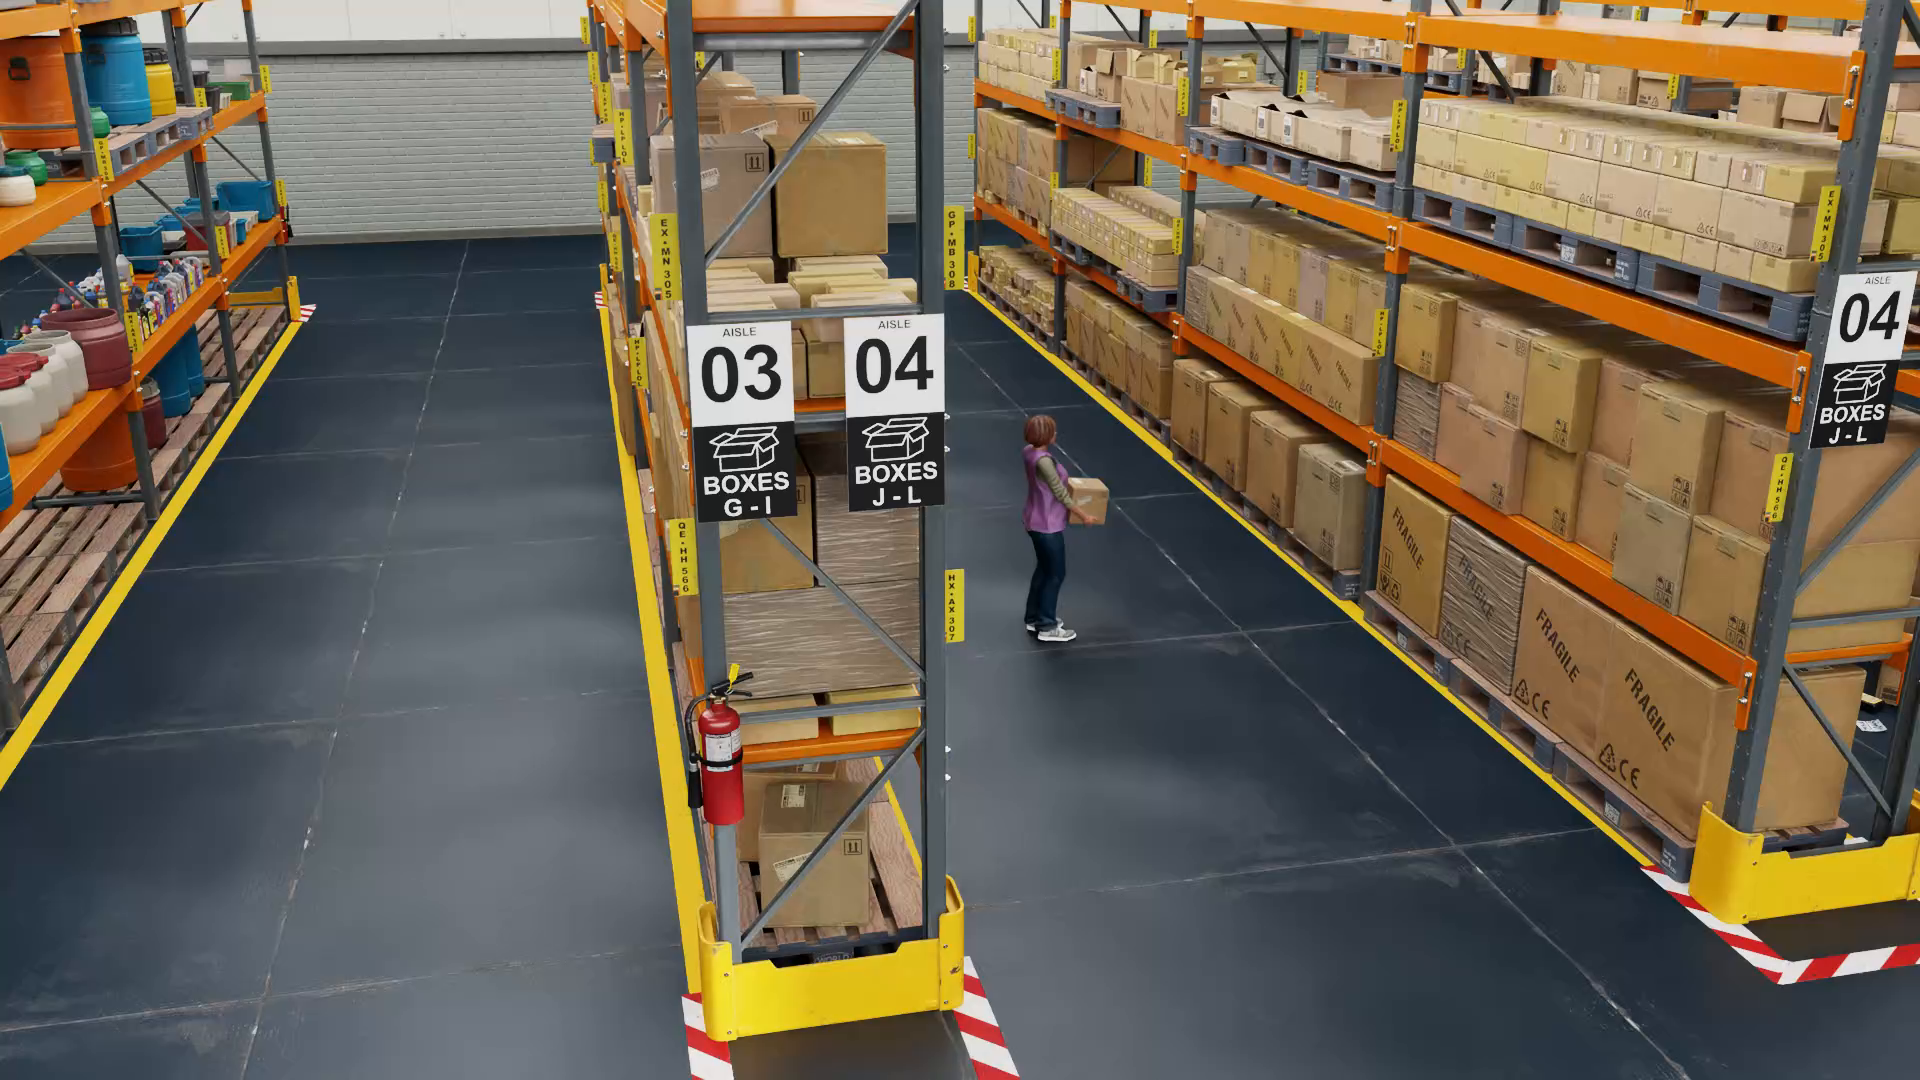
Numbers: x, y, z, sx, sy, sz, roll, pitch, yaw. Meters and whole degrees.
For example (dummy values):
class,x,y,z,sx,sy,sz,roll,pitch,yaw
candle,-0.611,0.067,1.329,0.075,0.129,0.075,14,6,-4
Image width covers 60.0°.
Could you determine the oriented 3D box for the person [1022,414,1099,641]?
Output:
class,x,y,z,sx,sy,sz,roll,pitch,yaw
person,0.671,-0.092,11.350,0.495,1.592,0.404,-4,20,-11
